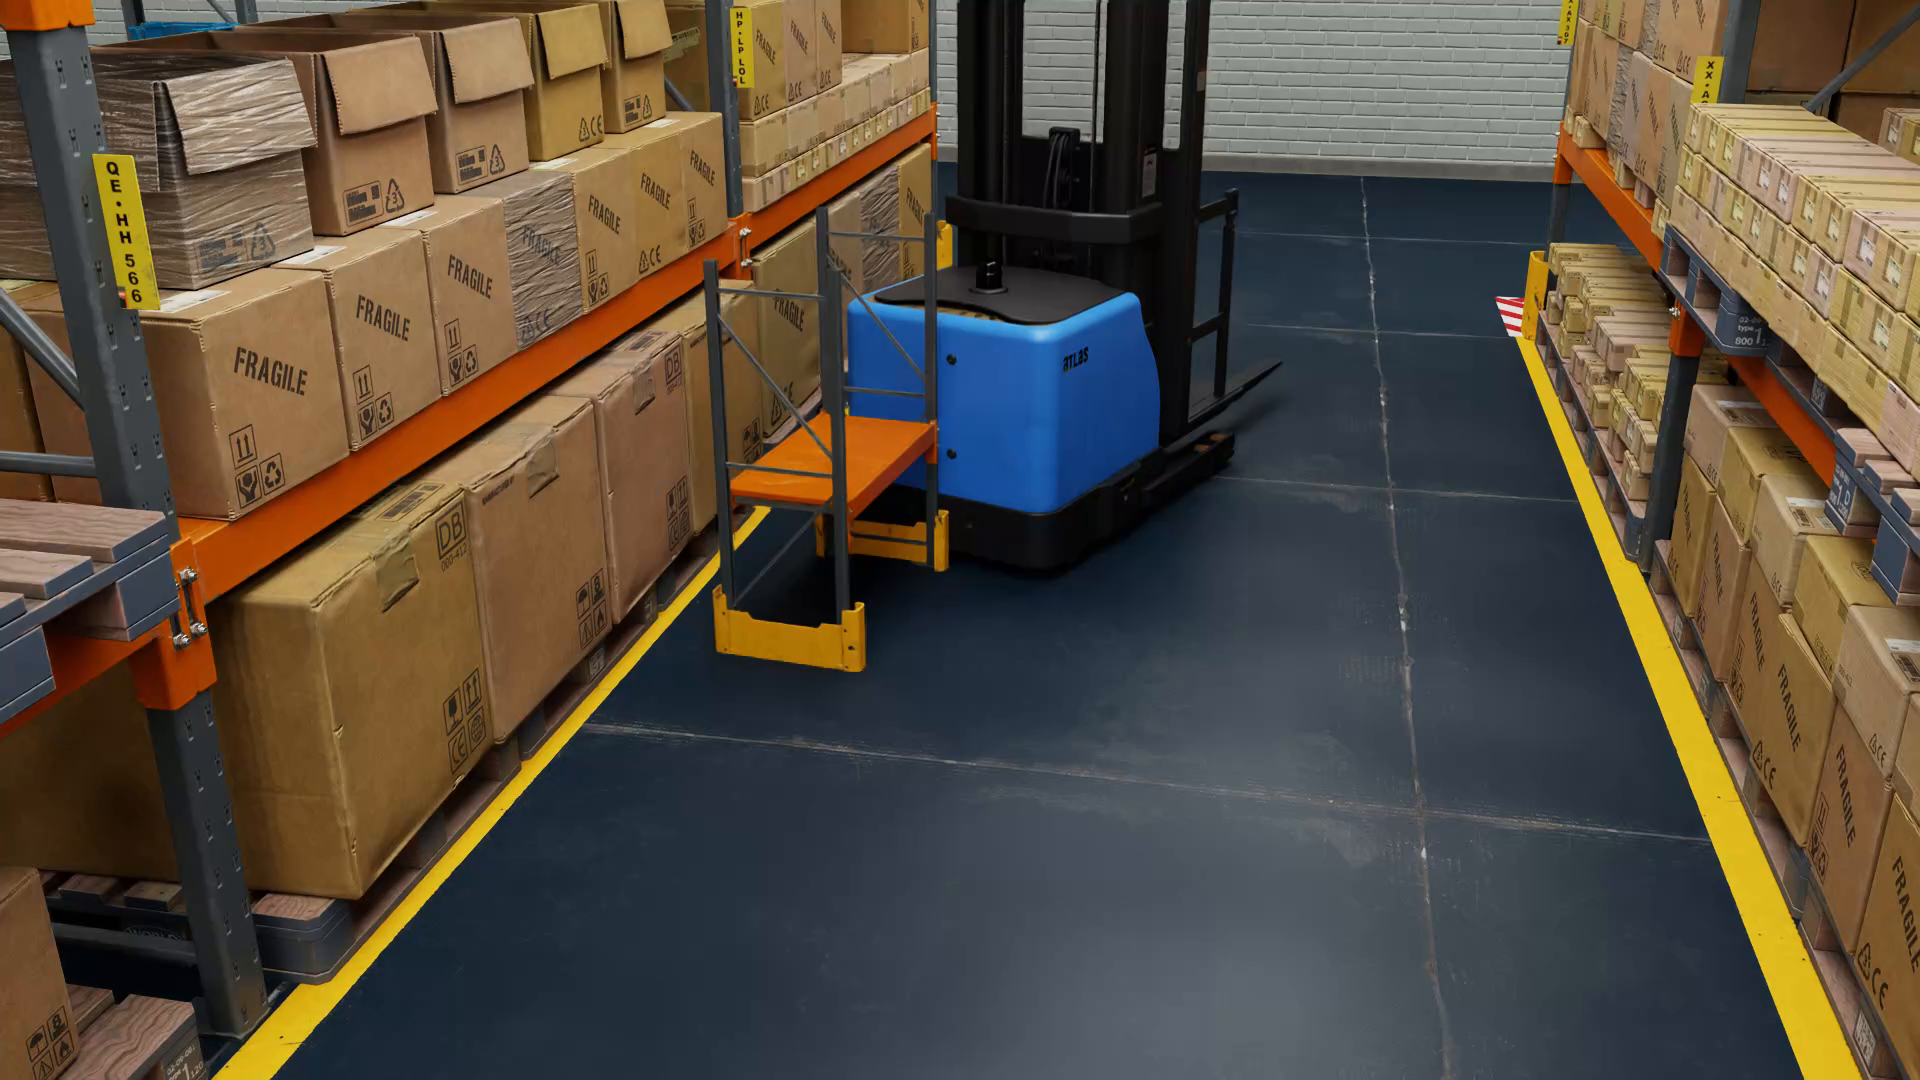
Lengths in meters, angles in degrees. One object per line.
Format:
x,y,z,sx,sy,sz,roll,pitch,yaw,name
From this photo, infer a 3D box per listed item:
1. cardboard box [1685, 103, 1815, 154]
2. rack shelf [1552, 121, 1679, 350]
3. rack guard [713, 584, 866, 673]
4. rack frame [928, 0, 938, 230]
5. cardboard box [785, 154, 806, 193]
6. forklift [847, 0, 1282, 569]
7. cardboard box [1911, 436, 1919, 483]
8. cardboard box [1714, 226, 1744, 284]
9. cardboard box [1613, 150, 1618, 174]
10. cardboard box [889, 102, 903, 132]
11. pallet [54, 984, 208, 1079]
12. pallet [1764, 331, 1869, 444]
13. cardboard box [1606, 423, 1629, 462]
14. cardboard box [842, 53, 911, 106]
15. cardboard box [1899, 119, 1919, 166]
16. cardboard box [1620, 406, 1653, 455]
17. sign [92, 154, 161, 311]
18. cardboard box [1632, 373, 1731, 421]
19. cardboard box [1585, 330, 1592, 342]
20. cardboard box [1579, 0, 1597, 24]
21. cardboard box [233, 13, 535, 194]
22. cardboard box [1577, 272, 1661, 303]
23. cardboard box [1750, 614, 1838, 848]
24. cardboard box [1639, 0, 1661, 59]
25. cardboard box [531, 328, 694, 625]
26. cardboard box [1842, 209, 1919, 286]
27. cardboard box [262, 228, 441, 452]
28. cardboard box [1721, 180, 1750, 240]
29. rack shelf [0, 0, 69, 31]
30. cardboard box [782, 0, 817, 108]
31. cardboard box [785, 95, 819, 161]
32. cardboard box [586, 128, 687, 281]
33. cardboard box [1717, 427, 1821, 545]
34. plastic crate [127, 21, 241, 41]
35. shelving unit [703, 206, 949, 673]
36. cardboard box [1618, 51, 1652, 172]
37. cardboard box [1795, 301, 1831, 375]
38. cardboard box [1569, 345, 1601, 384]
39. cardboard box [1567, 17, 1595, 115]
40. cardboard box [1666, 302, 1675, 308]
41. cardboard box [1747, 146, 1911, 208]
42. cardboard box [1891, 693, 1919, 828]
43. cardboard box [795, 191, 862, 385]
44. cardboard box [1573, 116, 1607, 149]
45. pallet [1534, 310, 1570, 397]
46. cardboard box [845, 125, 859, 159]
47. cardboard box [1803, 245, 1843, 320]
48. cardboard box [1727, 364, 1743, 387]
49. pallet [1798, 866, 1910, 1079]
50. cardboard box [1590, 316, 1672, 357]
2.835,-1.474,5.977,0.380,0.149,0.250,6,23,14,cardboard box
3.773,-1.627,8.341,1.077,0.370,4.000,4,22,11,rack shelf
-0.638,0.328,6.203,0.587,0.250,0.087,7,23,16,rack guard
-0.653,-3.107,11.054,1.000,3.000,0.127,4,22,11,rack frame
-0.977,-1.803,8.152,0.380,0.149,0.250,5,23,13,cardboard box
0.710,-1.743,7.758,1.130,2.935,3.031,13,25,29,forklift
2.252,-0.151,3.487,0.380,0.149,0.250,4,22,11,cardboard box
2.677,-0.914,5.381,0.380,0.149,0.250,5,22,11,cardboard box
3.526,-1.908,8.412,0.380,0.149,0.250,5,23,13,cardboard box
-0.560,-2.557,10.023,0.380,0.149,0.250,5,22,12,cardboard box
-2.447,1.398,3.600,1.003,0.211,1.213,4,22,11,pallet
2.913,-0.404,4.599,1.003,0.211,1.213,4,22,11,pallet
3.238,-0.461,7.738,0.380,0.149,0.250,4,22,9,cardboard box
-0.597,-2.793,10.075,0.500,0.250,0.500,4,22,10,cardboard box
3.421,-1.323,5.602,0.380,0.149,0.250,4,22,9,cardboard box
3.162,-0.479,7.383,0.380,0.149,0.250,3,22,8,cardboard box
-1.753,-0.644,3.493,0.100,0.325,0.005,4,22,11,sign
3.196,-0.624,7.345,0.380,0.149,0.250,5,22,12,cardboard box
3.629,-1.149,9.046,0.380,0.149,0.250,3,22,8,cardboard box
3.830,-3.196,9.404,0.500,0.500,0.500,4,22,11,cardboard box
-1.855,-1.443,5.445,0.797,0.503,0.637,5,23,13,cardboard box
3.657,-1.385,9.236,0.380,0.149,0.250,3,22,8,cardboard box
2.629,0.554,4.748,0.500,0.500,0.500,3,22,9,cardboard box
3.415,-2.446,7.540,0.500,0.500,0.500,5,22,12,cardboard box
-1.762,-0.291,6.343,1.225,0.875,0.875,4,22,9,cardboard box
2.413,-0.708,4.074,0.380,0.149,0.250,4,22,11,cardboard box
-1.817,-0.574,4.629,0.500,0.500,0.500,4,22,9,cardboard box
2.679,-1.052,5.326,0.380,0.149,0.250,4,22,9,cardboard box
-2.694,-0.508,1.547,1.077,0.370,4.000,4,22,11,rack shelf
-1.013,-2.396,8.086,0.500,0.500,0.500,4,22,11,cardboard box
-1.011,-2.046,8.221,0.500,0.250,0.500,4,22,11,cardboard box
-1.405,-1.318,6.478,0.500,0.500,0.500,5,23,13,cardboard box
2.850,-0.167,5.534,0.500,0.250,0.500,5,22,12,cardboard box
-5.388,-3.392,11.634,0.616,0.435,0.499,4,22,11,plastic crate
-0.486,-0.428,6.410,0.587,1.500,1.083,7,23,16,shelving unit
3.397,-1.984,7.732,0.500,0.500,0.500,4,22,11,cardboard box
2.467,-0.529,4.425,0.380,0.149,0.250,5,23,13,cardboard box
3.490,-0.934,8.911,0.380,0.149,0.250,3,22,8,cardboard box
3.820,-2.733,9.593,0.500,0.500,0.500,6,23,13,cardboard box
4.093,-1.207,9.191,0.380,0.149,0.250,4,22,10,cardboard box
2.624,-1.094,5.032,0.380,0.149,0.250,4,22,10,cardboard box
2.432,0.580,3.677,0.500,0.250,0.500,4,22,10,cardboard box
-1.073,-1.418,9.141,0.875,0.875,0.875,4,22,11,cardboard box
3.676,-2.292,9.365,0.380,0.149,0.250,4,22,9,cardboard box
3.966,-1.076,9.744,1.003,0.211,1.213,4,22,11,pallet
-0.767,-2.181,9.090,0.380,0.149,0.250,4,22,9,cardboard box
2.465,-0.670,4.378,0.380,0.149,0.250,5,22,12,cardboard box
3.787,-0.777,7.726,0.380,0.149,0.250,4,22,10,cardboard box
2.710,1.241,3.989,1.003,0.211,1.213,4,22,11,pallet
3.377,-1.010,8.304,0.380,0.149,0.250,4,22,9,cardboard box
